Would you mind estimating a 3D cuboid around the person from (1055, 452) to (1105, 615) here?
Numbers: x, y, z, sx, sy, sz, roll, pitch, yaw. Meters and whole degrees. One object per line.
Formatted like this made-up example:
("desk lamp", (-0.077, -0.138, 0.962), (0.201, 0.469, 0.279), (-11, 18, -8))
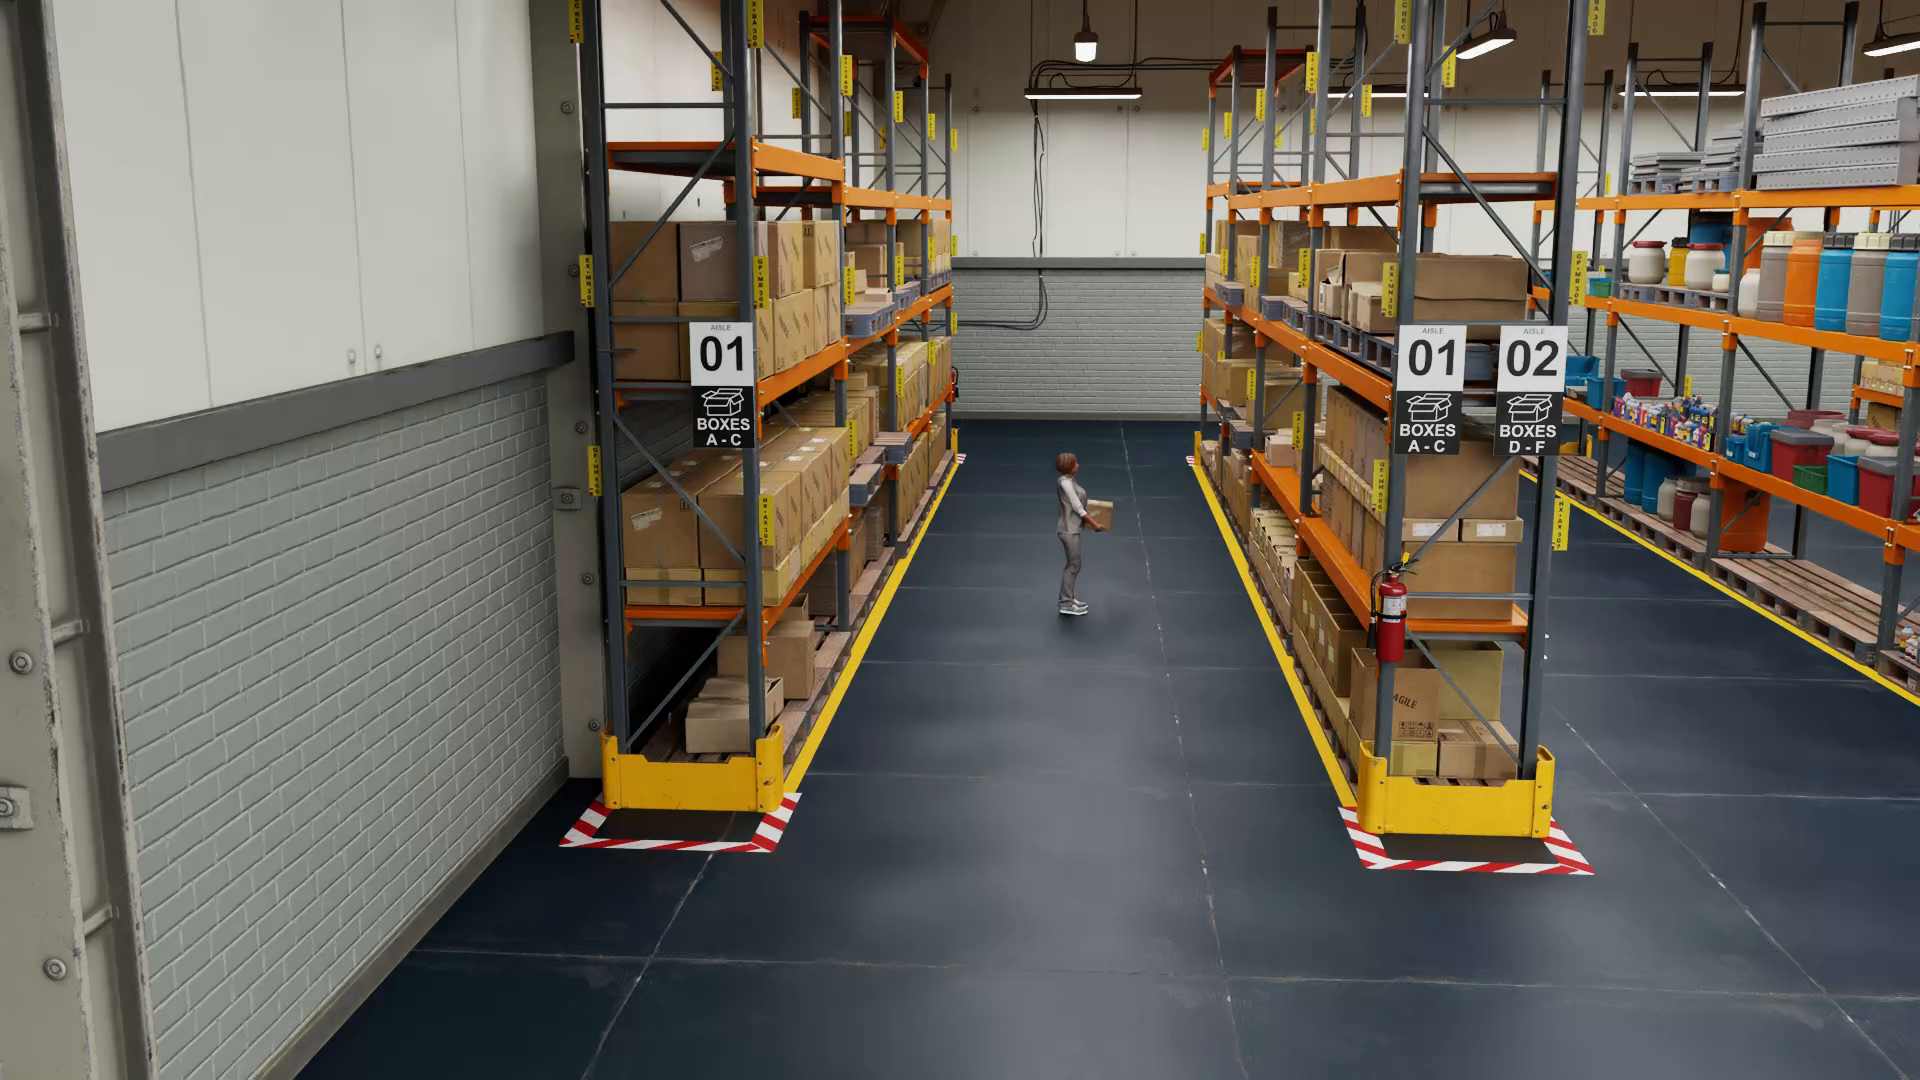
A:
("person", (1.179, -0.072, 16.344), (0.498, 1.589, 0.405), (1, 11, 5))
